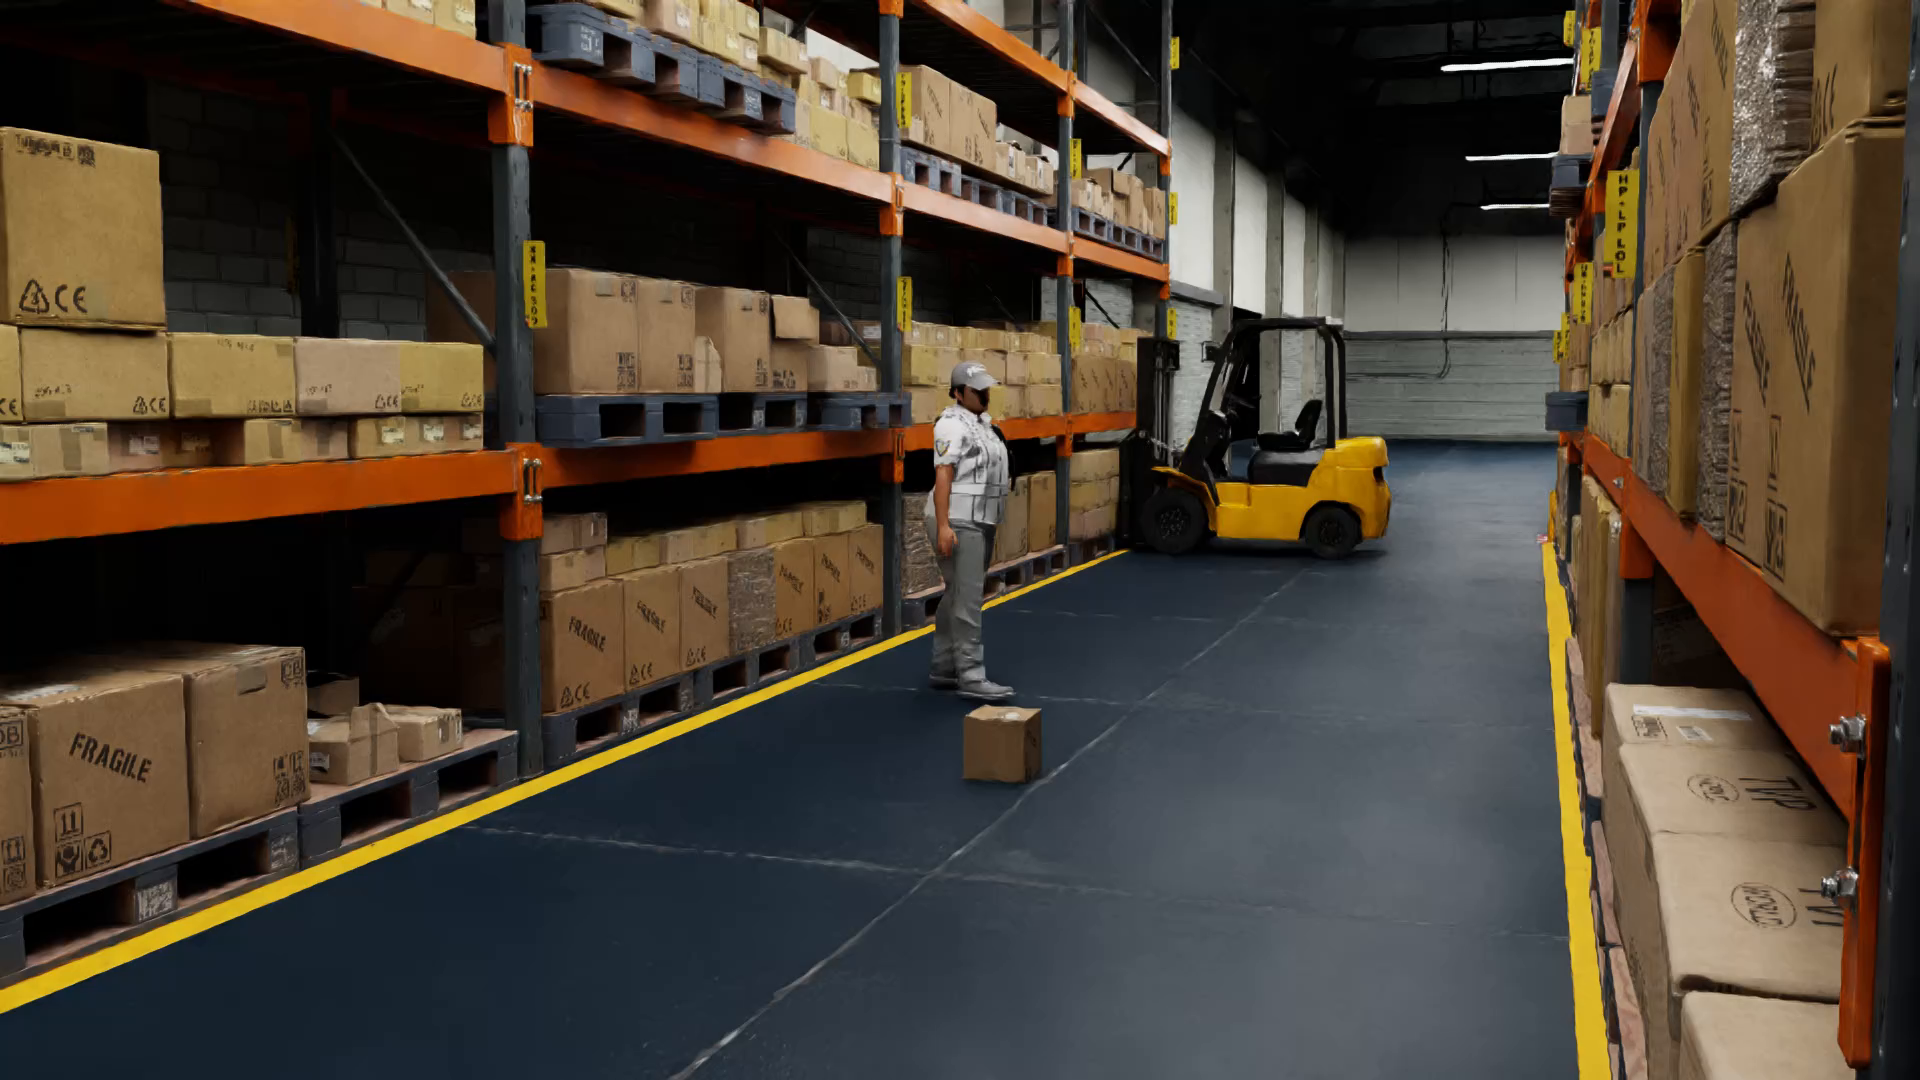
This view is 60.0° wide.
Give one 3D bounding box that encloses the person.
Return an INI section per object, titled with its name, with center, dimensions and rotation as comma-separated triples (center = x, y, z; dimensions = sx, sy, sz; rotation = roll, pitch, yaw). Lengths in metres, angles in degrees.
[person]
center = 0.053, -0.064, 8.277
dimensions = 0.569, 1.652, 0.671
rotation = 2, 6, 22
